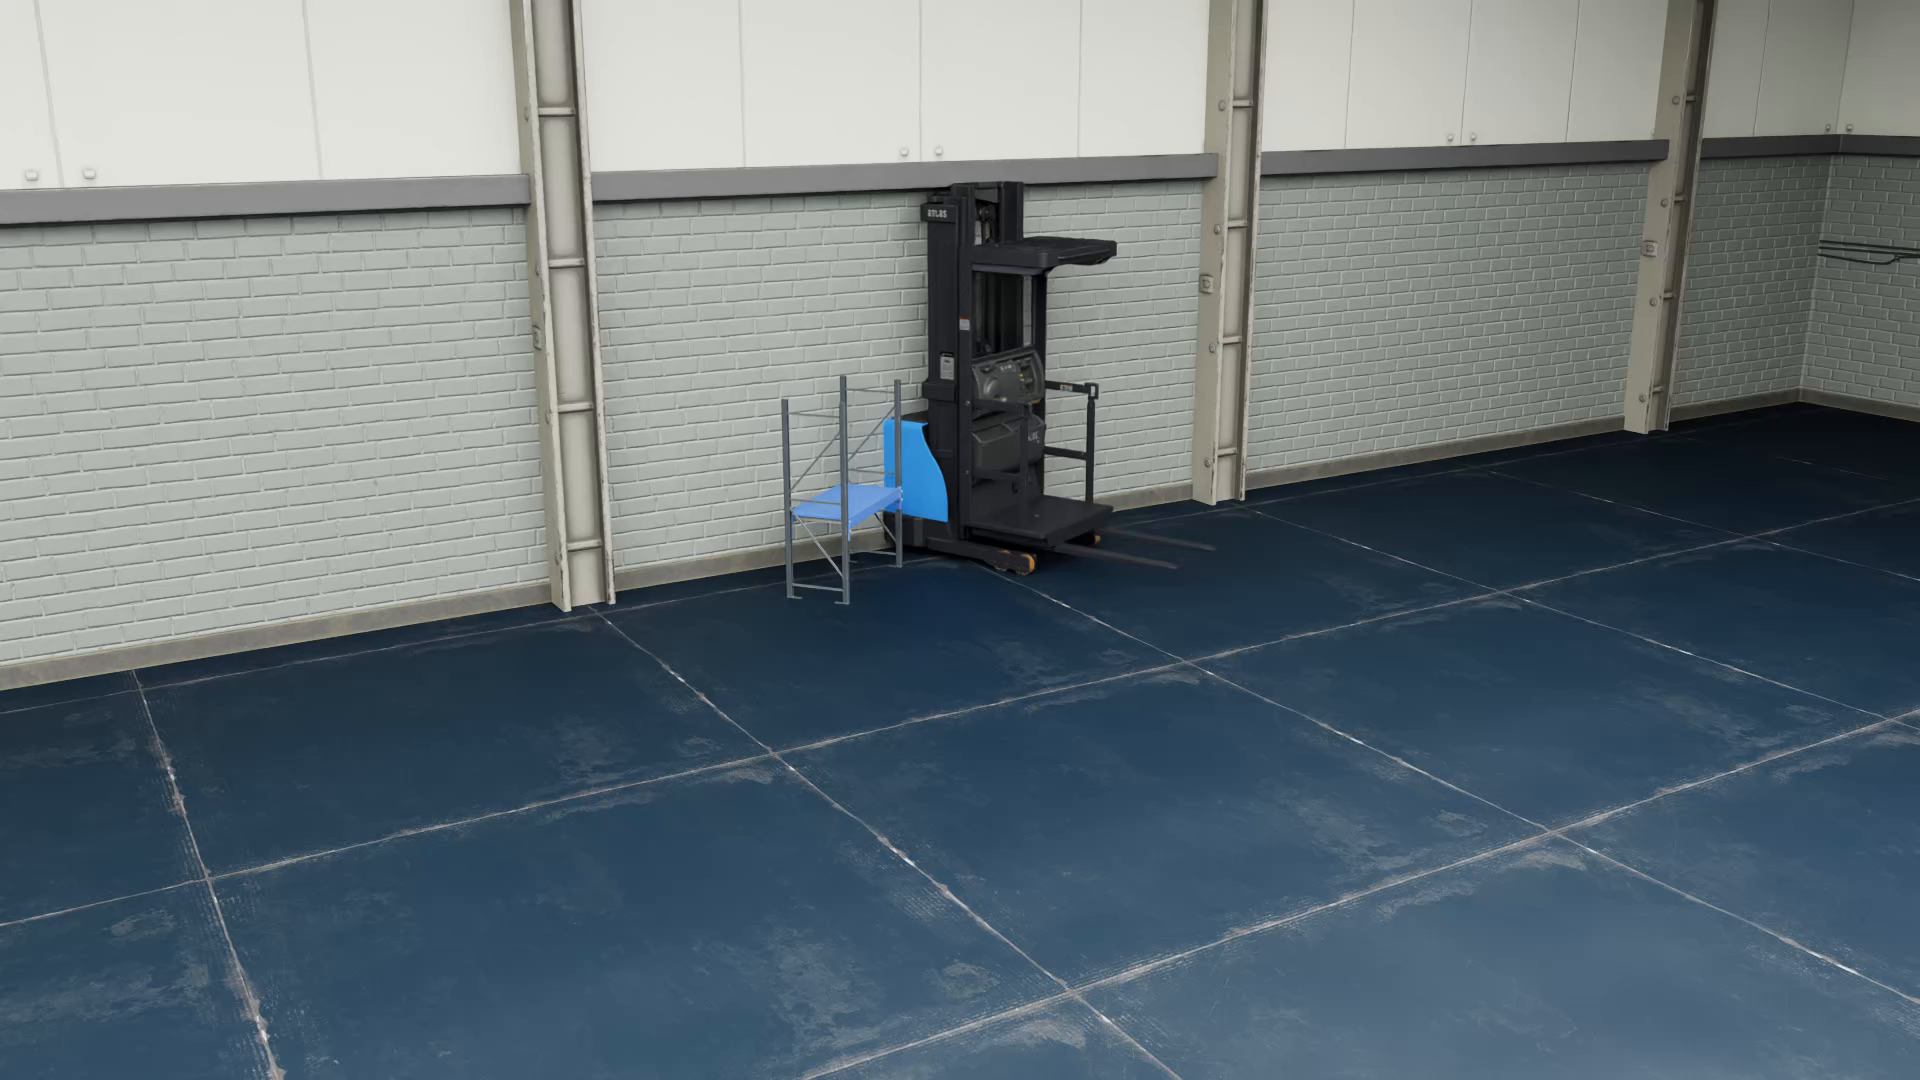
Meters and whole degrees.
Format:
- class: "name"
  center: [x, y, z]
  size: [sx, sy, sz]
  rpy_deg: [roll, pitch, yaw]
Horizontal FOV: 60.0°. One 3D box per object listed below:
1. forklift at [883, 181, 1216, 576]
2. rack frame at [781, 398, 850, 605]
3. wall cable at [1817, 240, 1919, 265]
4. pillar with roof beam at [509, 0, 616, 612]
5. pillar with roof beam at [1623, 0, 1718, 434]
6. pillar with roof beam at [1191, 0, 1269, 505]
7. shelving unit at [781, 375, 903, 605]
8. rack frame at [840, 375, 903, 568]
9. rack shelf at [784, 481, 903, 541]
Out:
- class: "forklift"
  center: [0.558, -1.297, 13.106]
  size: [3.031, 2.935, 1.130]
  rpy_deg: [11, 19, 34]
- class: "rack frame"
  center: [-1.049, -0.273, 12.103]
  size: [0.500, 1.500, 0.032]
  rpy_deg: [6, 17, 20]
- class: "wall cable"
  center: [10.712, -4.152, 17.802]
  size: [0.112, 2.526, 3.097]
  rpy_deg: [-9, 18, -30]
- class: "pillar with roof beam"
  center: [-0.563, -2.879, 7.510]
  size: [0.400, 9.000, 9.100]
  rpy_deg: [-9, 18, -30]
- class: "pillar with roof beam"
  center: [9.723, -4.548, 13.461]
  size: [0.400, 9.000, 9.100]
  rpy_deg: [-9, 18, -30]
- class: "pillar with roof beam"
  center: [4.580, -3.713, 10.485]
  size: [0.400, 9.000, 9.100]
  rpy_deg: [-9, 18, -30]
- class: "shelving unit"
  center: [-0.871, -0.401, 12.562]
  size: [0.538, 1.500, 1.048]
  rpy_deg: [6, 17, 20]
- class: "rack frame"
  center: [-0.693, -0.530, 13.020]
  size: [0.500, 1.500, 0.032]
  rpy_deg: [6, 17, 20]
- class: "rack shelf"
  center: [-0.871, -0.228, 12.610]
  size: [0.538, 0.185, 1.000]
  rpy_deg: [6, 17, 20]
